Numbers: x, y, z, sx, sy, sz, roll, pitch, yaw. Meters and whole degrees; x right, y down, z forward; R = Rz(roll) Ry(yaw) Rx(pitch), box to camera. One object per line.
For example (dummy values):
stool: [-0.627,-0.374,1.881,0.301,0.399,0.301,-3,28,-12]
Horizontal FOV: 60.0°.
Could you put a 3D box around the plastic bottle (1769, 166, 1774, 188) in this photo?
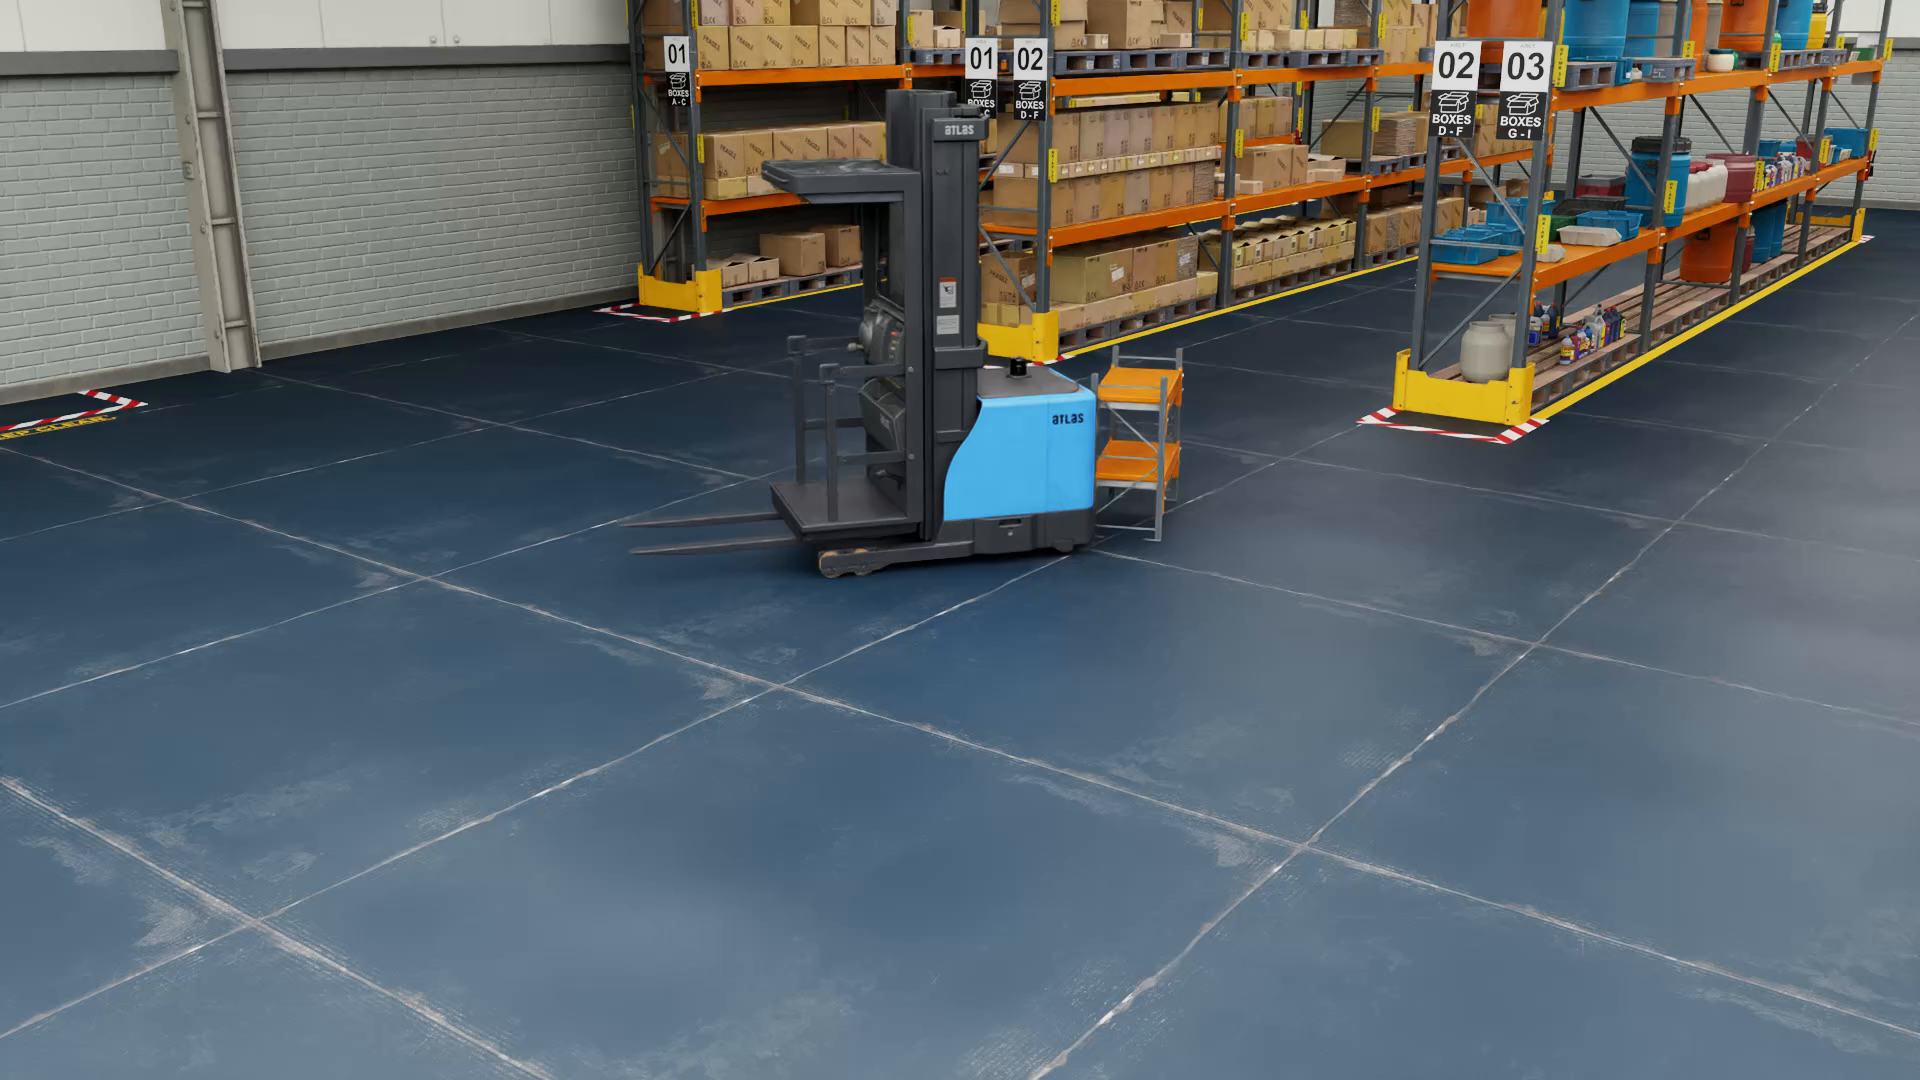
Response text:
plastic bottle: [10.476,-4.700,21.516,0.061,0.283,0.133,12,21,35]

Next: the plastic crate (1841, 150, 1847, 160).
plastic crate: [13.476,-5.958,25.714,0.396,0.136,0.243,12,21,35]

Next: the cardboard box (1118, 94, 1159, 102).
cardboard box: [2.972,-7.305,27.741,0.500,0.250,0.500,13,21,36]

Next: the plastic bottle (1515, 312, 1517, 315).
plastic bottle: [5.670,-2.169,16.896,0.144,0.351,0.185,12,21,34]

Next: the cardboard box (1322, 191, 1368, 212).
cardboard box: [5.657,-4.971,24.403,0.500,0.250,0.500,13,22,37]

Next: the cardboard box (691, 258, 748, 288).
cardboard box: [-3.005,-3.362,20.805,0.500,0.311,0.500,10,20,29]

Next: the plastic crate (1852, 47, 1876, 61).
plastic crate: [13.642,-7.394,25.294,0.450,0.188,0.336,12,21,35]

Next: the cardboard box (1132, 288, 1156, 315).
cardboard box: [1.884,-2.746,18.956,0.500,0.250,0.500,12,21,35]

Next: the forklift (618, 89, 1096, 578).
forklift: [-0.683,-1.332,10.592,3.031,2.935,1.130,-5,18,-16]

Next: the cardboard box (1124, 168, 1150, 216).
cardboard box: [1.700,-3.939,18.701,0.700,0.500,0.500,13,22,36]

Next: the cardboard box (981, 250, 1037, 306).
cardboard box: [0.572,-2.839,17.991,0.500,0.500,0.500,12,21,35]

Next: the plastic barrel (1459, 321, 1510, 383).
plastic barrel: [4.798,-1.719,15.210,0.421,0.512,0.421,0,17,0]

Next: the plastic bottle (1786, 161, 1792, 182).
plastic bottle: [11.124,-4.978,22.424,0.152,0.276,0.135,12,21,35]

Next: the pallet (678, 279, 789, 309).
pallet: [-2.932,-3.161,21.067,1.003,0.211,1.213,12,21,35]

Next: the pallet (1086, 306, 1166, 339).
pallet: [1.641,-2.560,19.132,1.003,0.211,1.213,12,21,35]

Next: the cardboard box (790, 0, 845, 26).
cardboard box: [-1.808,-6.782,21.078,0.500,0.500,0.500,12,21,33]

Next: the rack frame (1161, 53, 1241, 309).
rack frame: [2.875,-4.366,20.244,1.000,3.000,0.127,12,21,35]

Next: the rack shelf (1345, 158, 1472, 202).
rack shelf: [6.450,-5.451,24.953,1.077,0.370,4.000,12,21,35]

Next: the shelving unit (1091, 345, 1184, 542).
shelving unit: [1.228,-0.694,11.583,0.538,1.125,1.048,4,18,12]

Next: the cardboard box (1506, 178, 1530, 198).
cardboard box: [9.898,-6.067,29.196,0.500,0.500,0.500,12,21,35]

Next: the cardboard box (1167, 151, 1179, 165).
cardboard box: [2.277,-4.379,19.023,0.380,0.149,0.250,12,21,34]

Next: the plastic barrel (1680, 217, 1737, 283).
plastic barrel: [9.512,-3.726,21.135,0.600,0.830,0.708,12,21,35]

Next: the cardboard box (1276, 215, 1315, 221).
cardboard box: [4.710,-4.401,23.340,0.500,0.311,0.500,13,22,37]

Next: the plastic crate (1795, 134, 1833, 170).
plastic crate: [12.351,-5.622,24.082,0.402,0.464,0.583,12,21,35]

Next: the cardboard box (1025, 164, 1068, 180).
cardboard box: [0.898,-3.826,17.244,0.380,0.149,0.250,12,21,34]

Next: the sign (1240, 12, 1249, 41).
sign: [3.321,-5.985,19.396,0.100,0.325,0.005,12,21,35]

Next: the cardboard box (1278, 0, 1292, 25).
cardboard box: [5.827,-9.843,30.936,0.500,0.500,0.500,12,21,35]

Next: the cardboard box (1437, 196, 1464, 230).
cardboard box: [7.577,-5.119,26.144,0.500,0.500,0.500,12,21,34]

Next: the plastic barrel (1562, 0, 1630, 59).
plastic barrel: [6.171,-5.144,16.139,0.600,0.901,0.708,12,21,35]

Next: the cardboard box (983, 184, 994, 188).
cardboard box: [0.500,-5.262,25.339,0.500,0.250,0.500,13,21,36]

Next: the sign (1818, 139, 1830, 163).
sign: [12.058,-5.429,23.203,0.100,0.325,0.005,12,21,35]

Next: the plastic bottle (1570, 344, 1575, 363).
plastic bottle: [5.859,-1.812,15.997,0.097,0.201,0.097,0,17,0]

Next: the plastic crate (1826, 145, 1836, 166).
plastic crate: [12.675,-5.698,24.633,0.437,0.282,0.530,12,21,35]

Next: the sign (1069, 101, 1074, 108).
sign: [1.719,-6.614,25.666,0.100,0.325,0.005,12,21,35]

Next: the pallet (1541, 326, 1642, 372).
pallet: [6.417,-2.005,17.345,1.003,0.211,1.213,12,21,35]

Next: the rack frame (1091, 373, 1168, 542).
rack frame: [1.115,-0.547,11.110,0.500,1.125,0.032,4,18,12]

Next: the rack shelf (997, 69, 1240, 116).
rack shelf: [1.683,-4.978,18.372,1.077,0.370,4.000,12,21,35]

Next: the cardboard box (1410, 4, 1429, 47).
cardboard box: [6.489,-7.575,24.474,0.600,0.600,0.600,11,21,33]

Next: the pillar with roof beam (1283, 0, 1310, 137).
pillar with roof beam: [10.415,-10.998,31.487,9.100,9.000,0.400,12,21,35]

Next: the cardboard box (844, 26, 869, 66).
cardboard box: [-1.520,-6.448,21.689,0.500,0.500,0.500,10,20,30]

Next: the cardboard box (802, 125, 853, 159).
cardboard box: [-1.741,-5.131,21.663,0.500,0.500,0.500,12,21,33]

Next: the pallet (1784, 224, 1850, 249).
pallet: [13.478,-4.826,26.429,1.003,0.211,1.213,12,21,35]

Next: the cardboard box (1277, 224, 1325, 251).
cardboard box: [4.536,-4.061,22.245,0.500,0.311,0.500,12,21,34]

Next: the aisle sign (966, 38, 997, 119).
aisle sign: [0.216,-4.691,16.907,0.394,0.787,0.004,12,21,35]

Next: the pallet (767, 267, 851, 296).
pallet: [-2.204,-3.450,21.999,1.003,0.211,1.213,12,21,35]

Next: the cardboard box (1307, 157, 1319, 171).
cardboard box: [4.569,-5.097,22.749,0.500,0.311,0.500,12,21,34]

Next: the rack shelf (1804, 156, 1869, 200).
rack shelf: [12.809,-5.528,25.199,1.077,0.370,4.000,12,21,35]

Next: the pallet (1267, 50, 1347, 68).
pallet: [4.261,-6.216,21.464,1.003,0.211,1.213,14,22,37]

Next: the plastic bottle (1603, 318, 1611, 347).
plastic bottle: [6.520,-2.106,16.806,0.061,0.283,0.133,14,22,38]

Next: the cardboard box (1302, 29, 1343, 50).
cardboard box: [4.735,-6.634,22.035,0.500,0.250,0.500,13,22,36]

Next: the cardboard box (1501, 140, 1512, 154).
cardboard box: [8.766,-6.633,27.378,0.500,0.500,0.500,12,21,34]

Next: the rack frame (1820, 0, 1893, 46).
rack frame: [14.000,-9.213,25.737,1.000,3.000,0.127,12,21,35]

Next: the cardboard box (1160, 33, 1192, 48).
cardboard box: [2.375,-5.610,18.673,0.380,0.149,0.250,12,21,35]

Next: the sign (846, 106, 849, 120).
sign: [-1.554,-5.890,23.201,0.100,0.325,0.005,12,21,35]

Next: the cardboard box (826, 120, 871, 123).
cardboard box: [-1.554,-5.461,22.727,0.500,0.500,0.500,12,21,33]

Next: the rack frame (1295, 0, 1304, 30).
rack frame: [6.044,-10.963,31.374,1.000,3.000,0.127,12,21,35]
